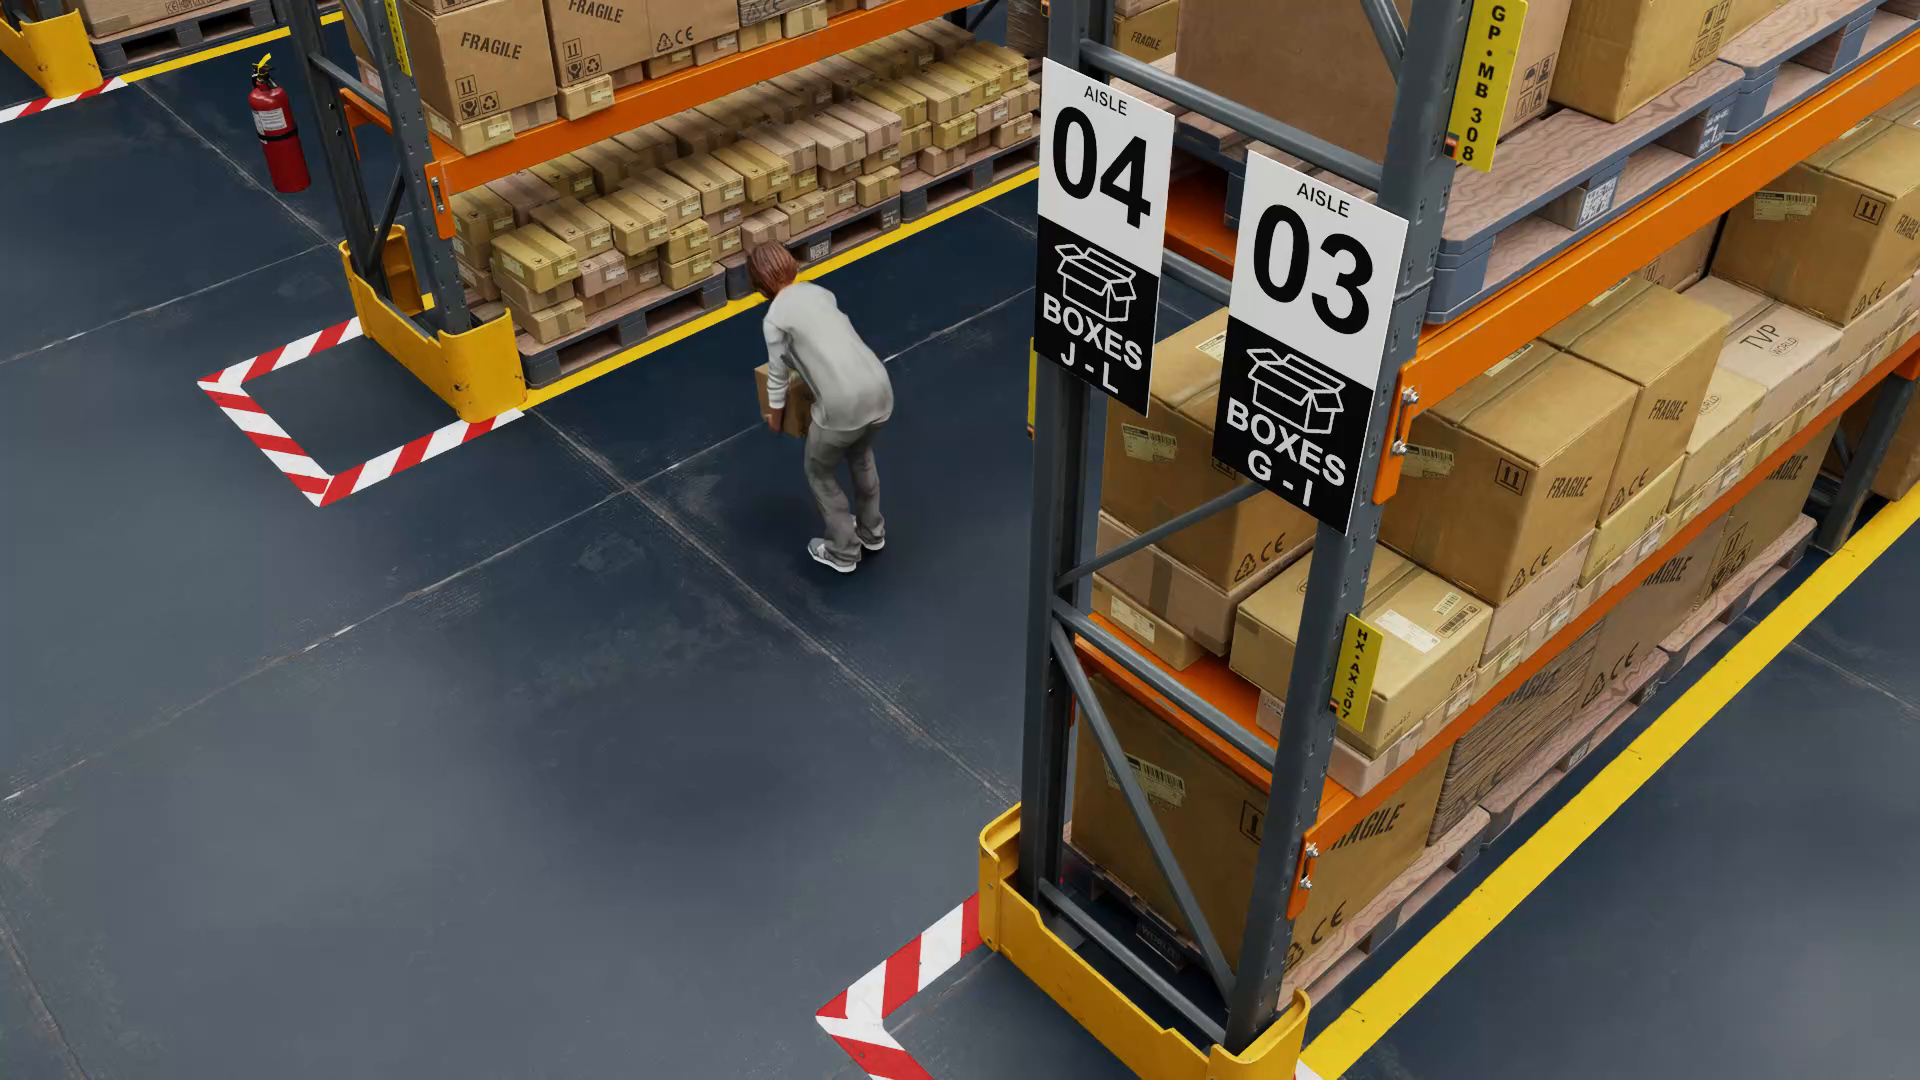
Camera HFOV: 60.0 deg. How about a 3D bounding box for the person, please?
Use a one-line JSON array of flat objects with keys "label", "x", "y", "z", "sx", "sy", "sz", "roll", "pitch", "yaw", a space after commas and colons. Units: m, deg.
[{"label": "person", "x": -0.518, "y": -0.440, "z": 6.983, "sx": 0.373, "sy": 1.213, "sz": 0.511, "roll": -32, "pitch": 50, "yaw": -32}]
